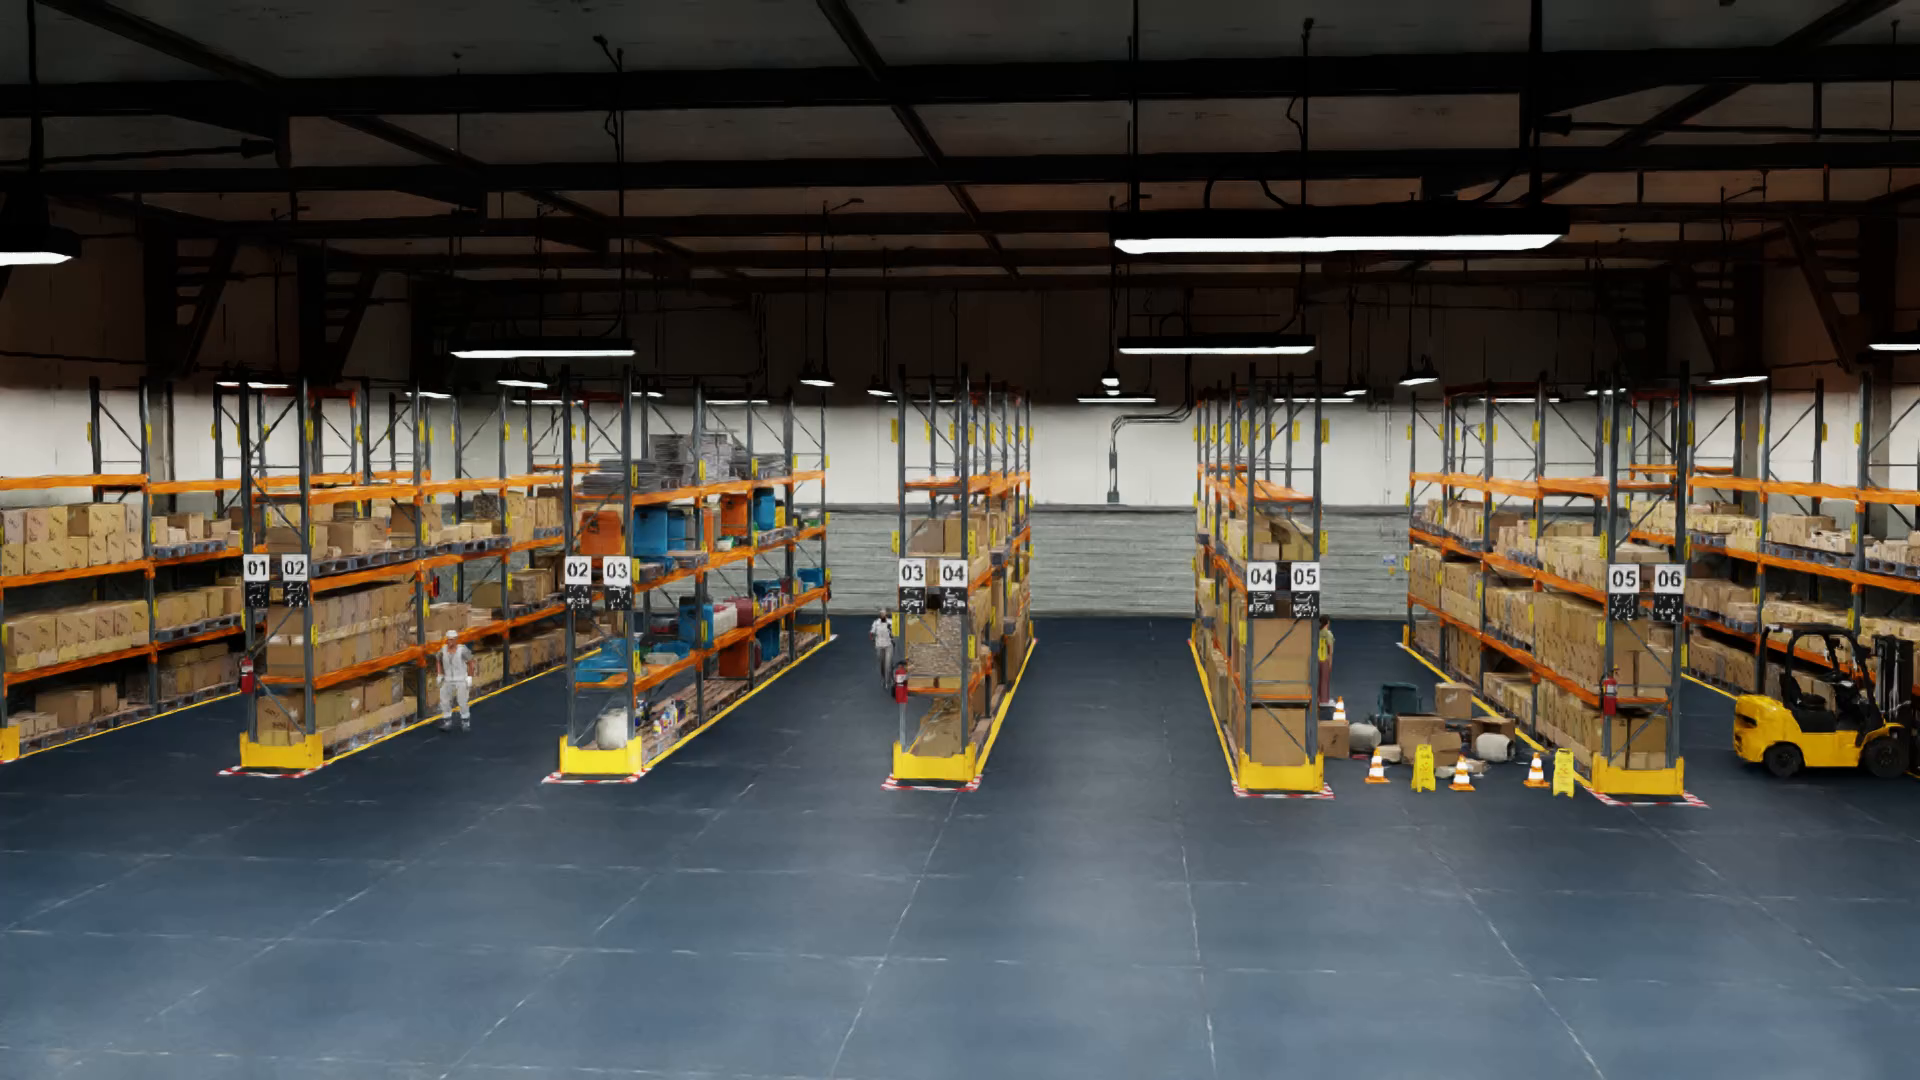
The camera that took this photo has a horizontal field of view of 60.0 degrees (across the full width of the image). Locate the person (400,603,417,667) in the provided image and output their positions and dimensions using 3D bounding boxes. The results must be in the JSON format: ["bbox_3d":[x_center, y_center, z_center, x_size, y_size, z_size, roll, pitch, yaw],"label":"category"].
[{"bbox_3d":[-11.373,2.013,34.328,0.593,1.589,0.509,0,4,4],"label":"person"}]

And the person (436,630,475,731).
[{"bbox_3d":[-8.476,2.353,27.862,0.661,1.742,0.552,0,4,4],"label":"person"}]

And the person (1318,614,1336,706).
[{"bbox_3d":[6.724,2.194,30.521,0.441,1.675,0.498,-2,4,-22],"label":"person"}]

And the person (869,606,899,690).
[{"bbox_3d":[-1.481,2.091,32.777,0.603,1.620,0.831,1,4,11],"label":"person"}]
